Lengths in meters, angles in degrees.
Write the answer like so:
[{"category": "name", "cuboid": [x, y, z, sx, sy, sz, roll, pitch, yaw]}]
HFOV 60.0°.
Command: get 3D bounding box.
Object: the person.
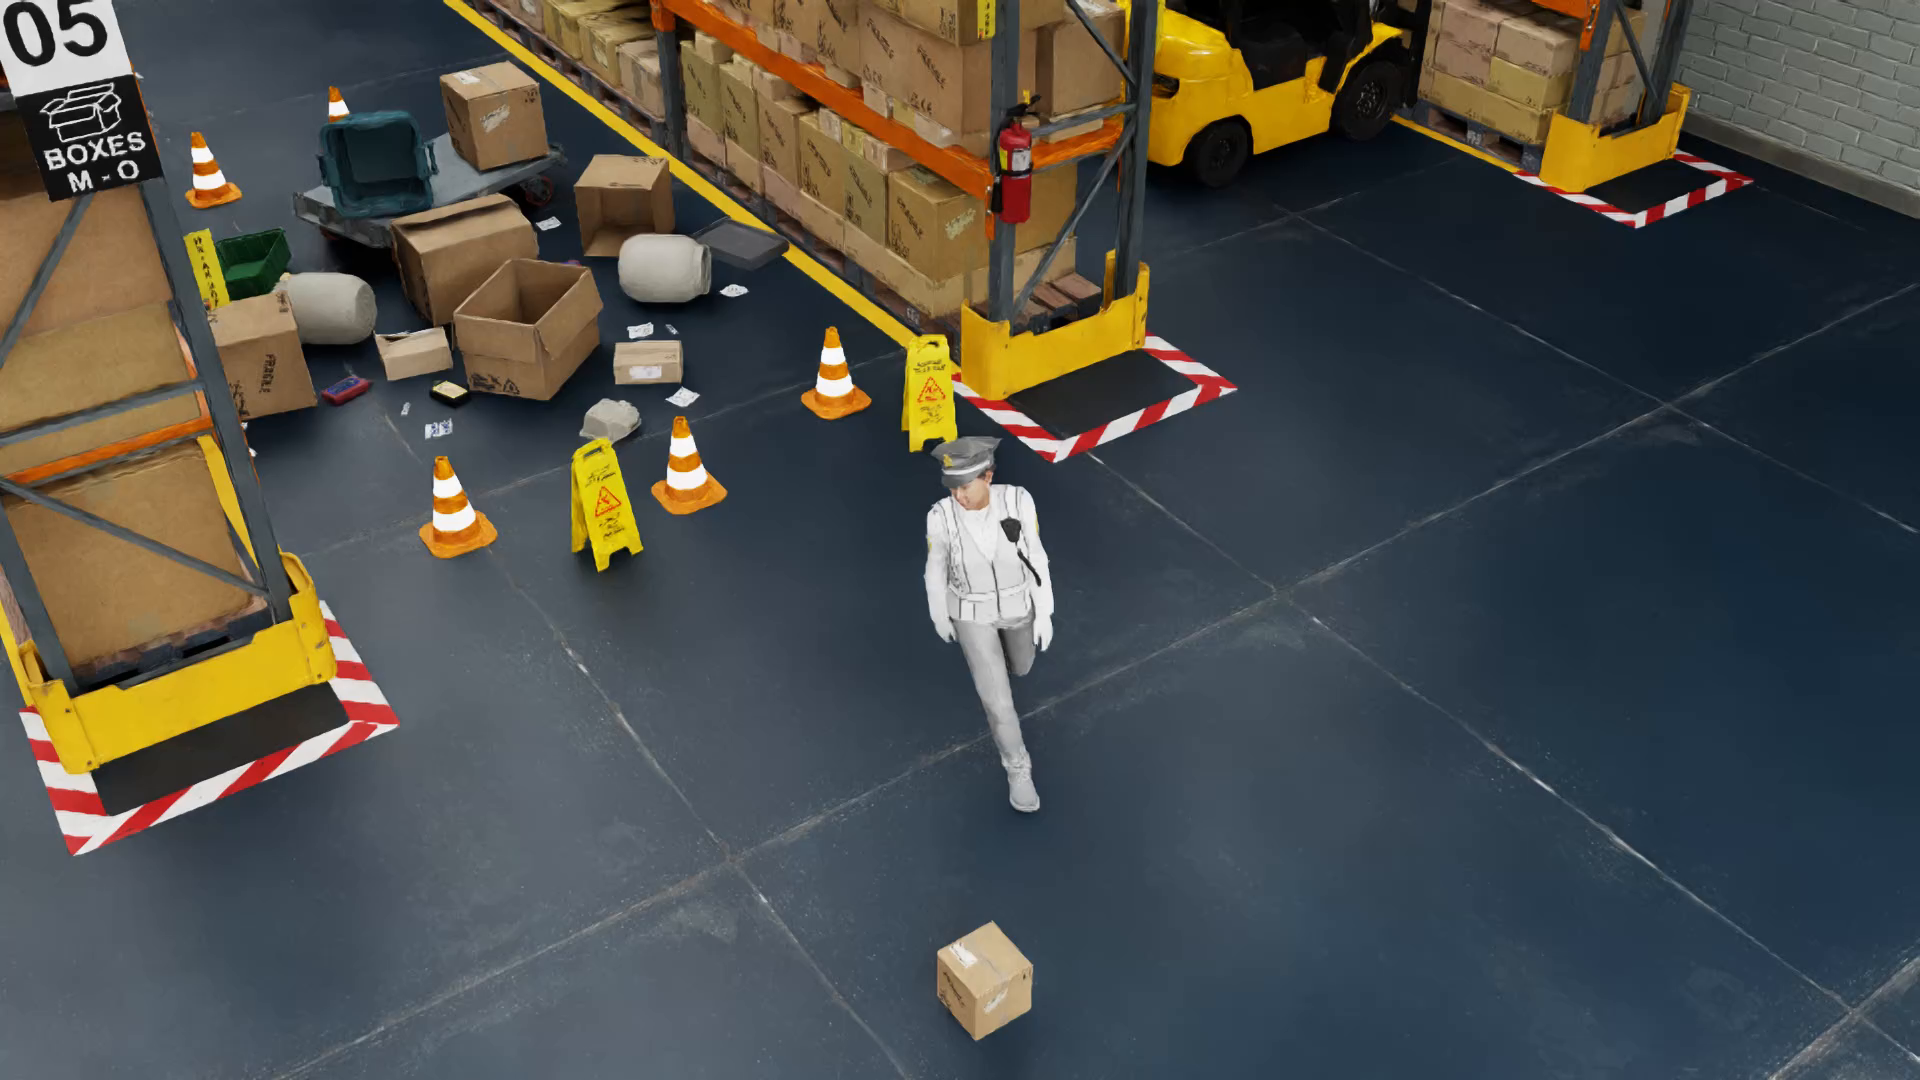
[{"category": "person", "cuboid": [0.097, 0.248, 6.672, 0.483, 1.619, 0.890, -9, 38, -12]}]
